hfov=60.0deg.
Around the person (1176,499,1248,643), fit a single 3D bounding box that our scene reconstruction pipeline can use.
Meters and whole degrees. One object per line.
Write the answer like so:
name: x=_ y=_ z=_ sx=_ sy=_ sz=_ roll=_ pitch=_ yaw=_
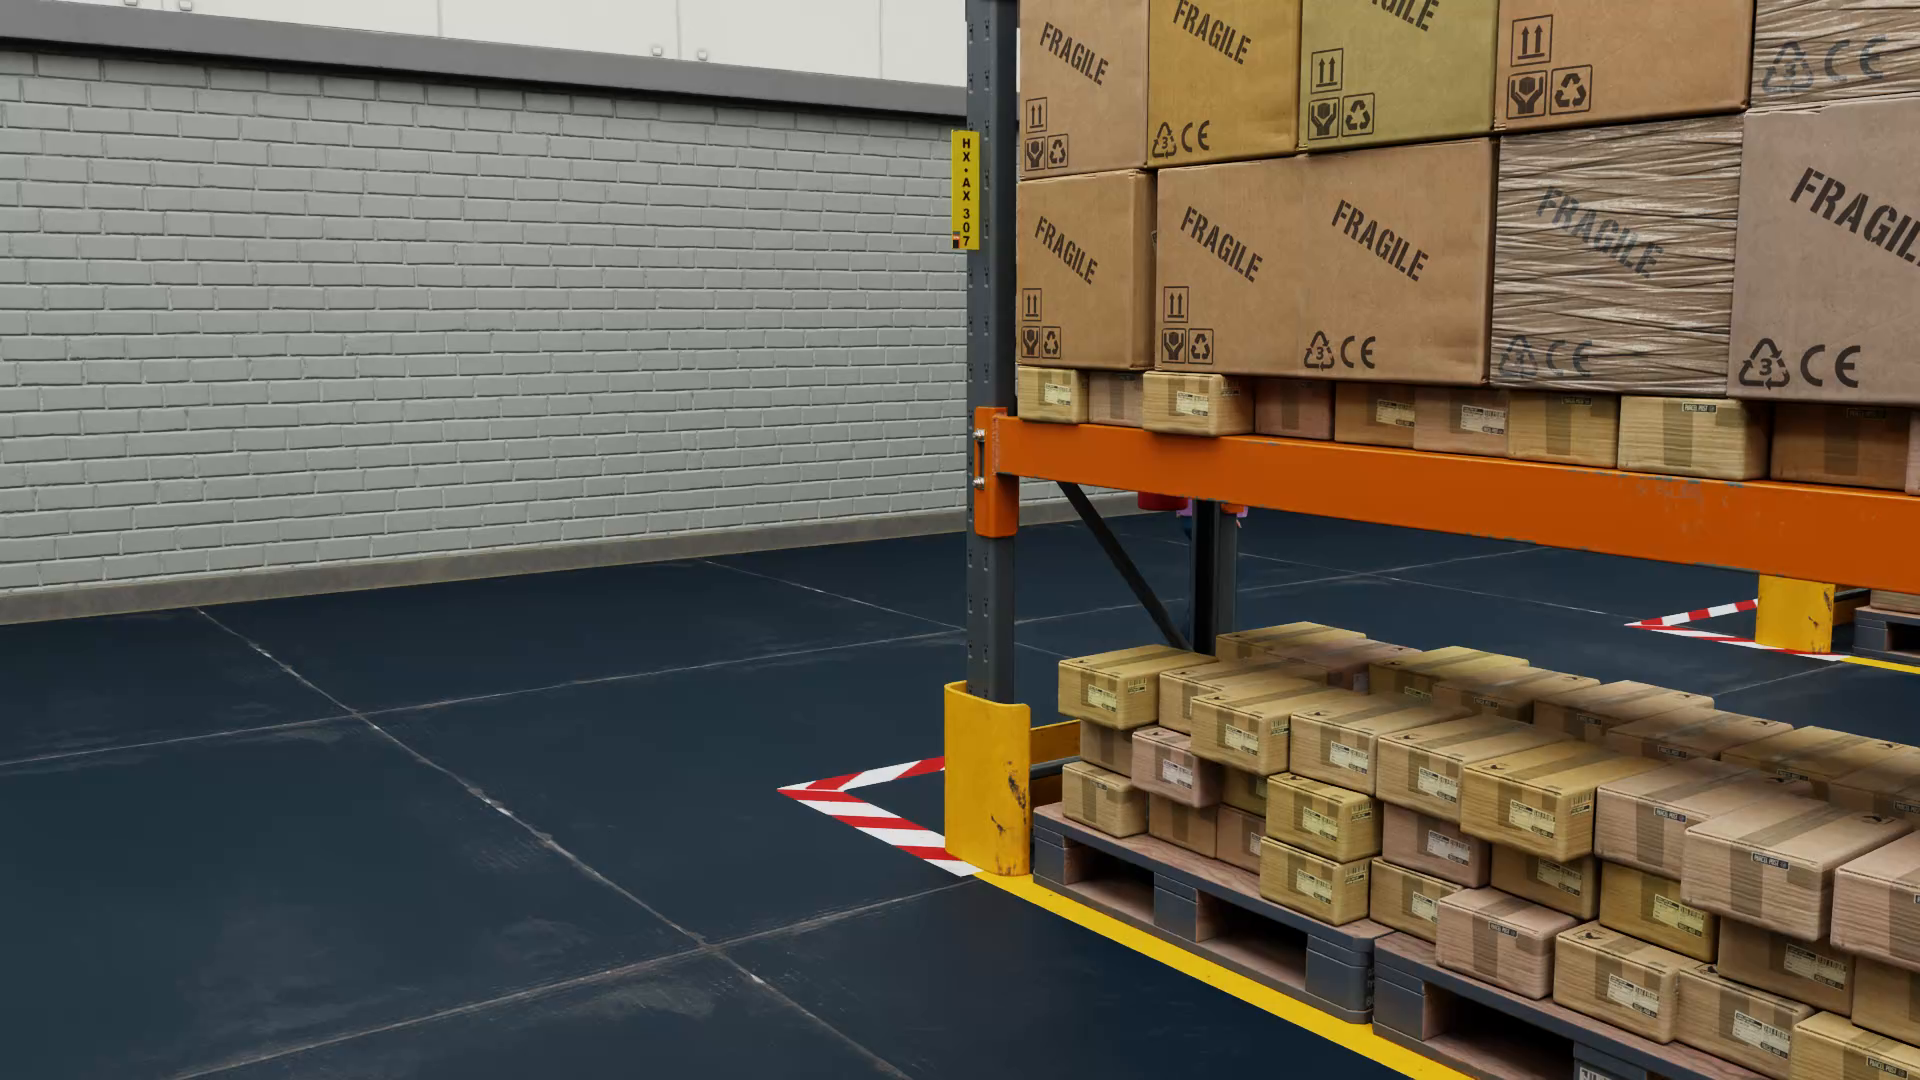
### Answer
person: x=0.982 y=-0.070 z=6.486 sx=0.316 sy=1.597 sz=0.406 roll=2 pitch=8 yaw=11
